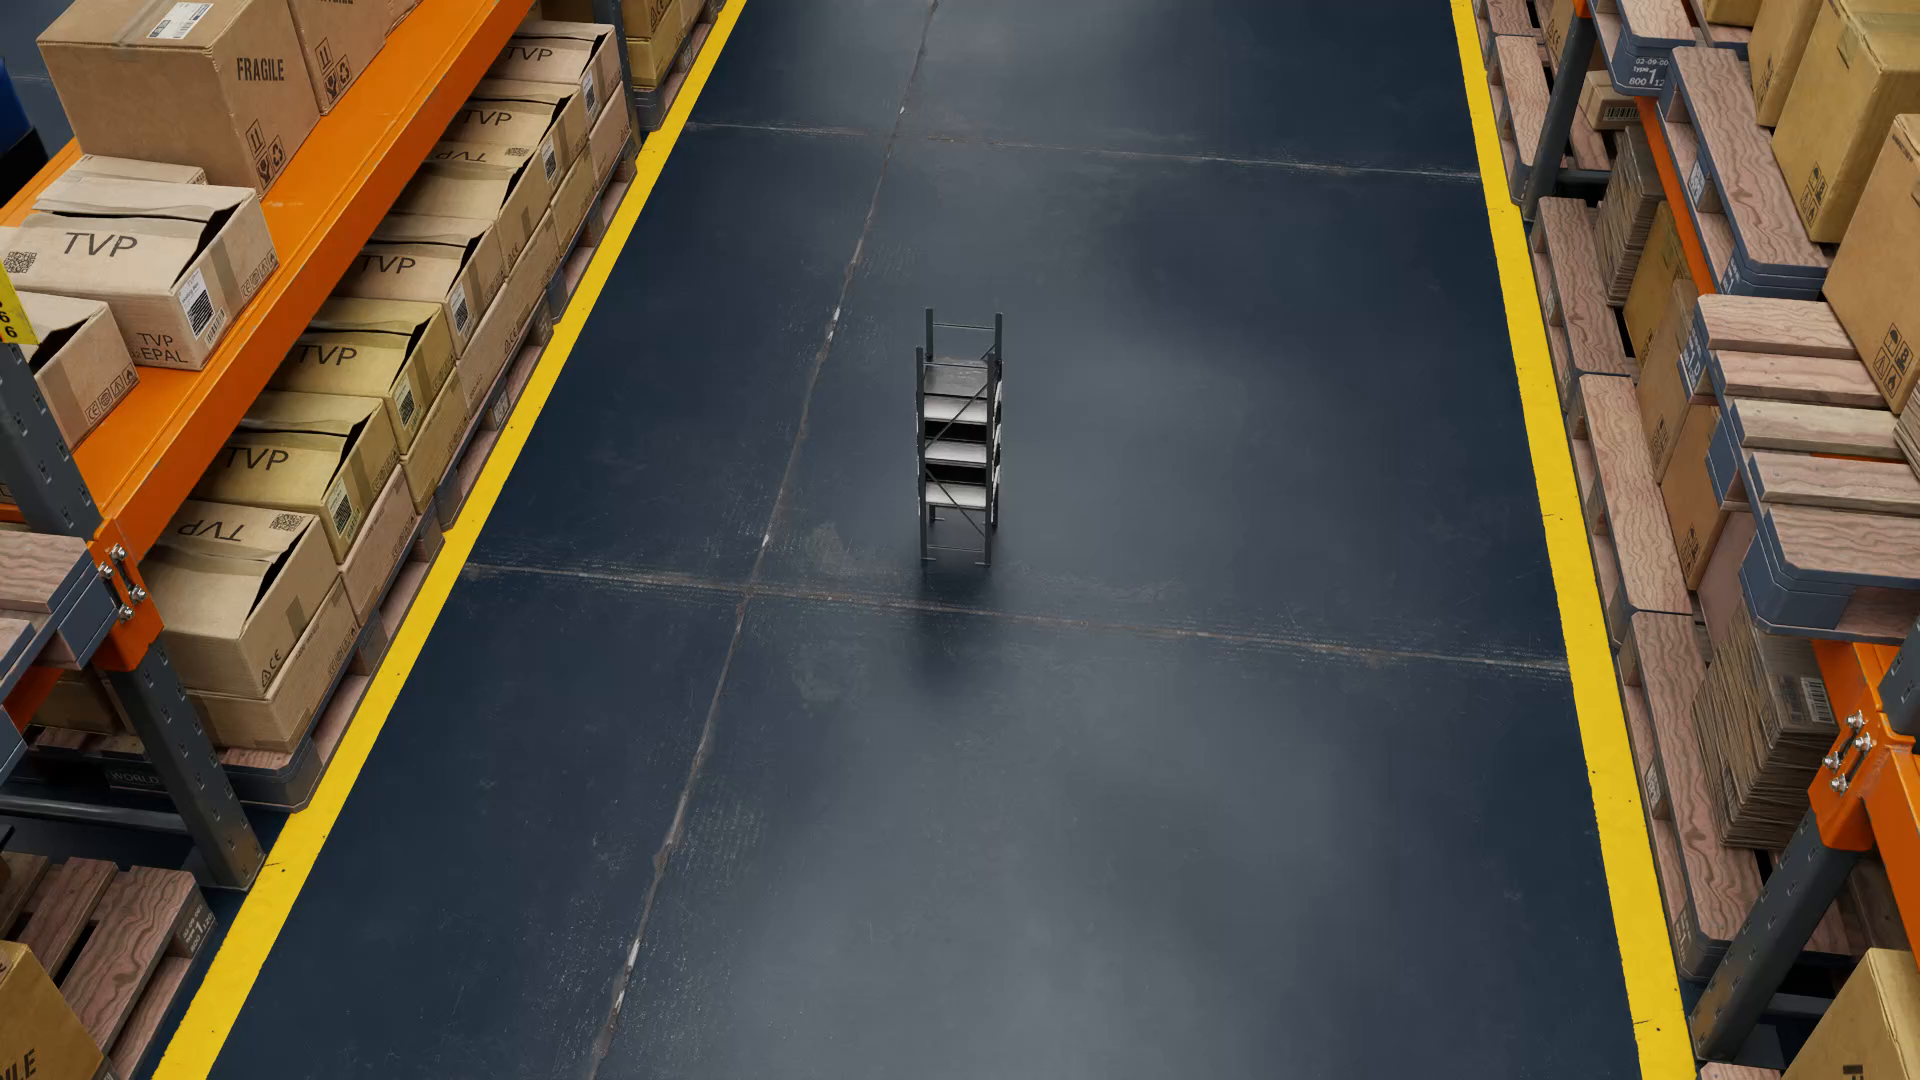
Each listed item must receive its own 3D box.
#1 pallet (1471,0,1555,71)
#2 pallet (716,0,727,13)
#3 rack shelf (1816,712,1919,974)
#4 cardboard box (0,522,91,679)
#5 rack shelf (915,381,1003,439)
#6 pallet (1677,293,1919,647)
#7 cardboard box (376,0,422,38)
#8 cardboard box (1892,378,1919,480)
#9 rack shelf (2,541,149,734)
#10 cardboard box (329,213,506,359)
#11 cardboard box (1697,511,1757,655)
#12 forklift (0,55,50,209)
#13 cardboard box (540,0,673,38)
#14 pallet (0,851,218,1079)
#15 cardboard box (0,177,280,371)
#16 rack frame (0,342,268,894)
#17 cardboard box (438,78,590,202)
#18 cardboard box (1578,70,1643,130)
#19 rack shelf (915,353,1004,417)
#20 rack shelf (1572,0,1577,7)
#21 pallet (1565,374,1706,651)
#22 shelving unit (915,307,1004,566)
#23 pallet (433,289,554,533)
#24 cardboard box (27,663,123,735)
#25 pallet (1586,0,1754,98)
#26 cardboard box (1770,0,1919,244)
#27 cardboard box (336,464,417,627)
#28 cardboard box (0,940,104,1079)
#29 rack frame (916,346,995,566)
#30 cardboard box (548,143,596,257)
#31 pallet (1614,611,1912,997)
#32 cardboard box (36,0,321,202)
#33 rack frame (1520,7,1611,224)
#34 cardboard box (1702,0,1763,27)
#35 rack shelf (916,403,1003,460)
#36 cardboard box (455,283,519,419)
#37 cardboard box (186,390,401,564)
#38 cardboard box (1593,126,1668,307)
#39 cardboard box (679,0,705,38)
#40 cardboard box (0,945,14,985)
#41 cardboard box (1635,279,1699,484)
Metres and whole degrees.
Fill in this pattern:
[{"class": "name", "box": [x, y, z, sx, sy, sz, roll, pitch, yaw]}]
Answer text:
[{"class": "pallet", "box": [3.156, -2.739, 8.489, 1.003, 0.211, 1.213, 5, 44, 6]}, {"class": "pallet", "box": [-1.662, -3.264, 9.044, 1.003, 0.211, 1.213, 5, 44, 6]}, {"class": "rack shelf", "box": [2.150, 1.894, 2.092, 1.077, 0.370, 4.000, 5, 44, 6]}, {"class": "cardboard box", "box": [-2.671, 0.085, 4.766, 0.500, 0.311, 0.500, 6, 44, 7]}, {"class": "rack shelf", "box": [-0.001, -0.428, 5.334, 0.258, 0.077, 0.200, 5, 44, 6]}, {"class": "pallet", "box": [2.403, -0.156, 3.873, 1.213, 0.211, 1.003, 5, 44, 6]}, {"class": "cardboard box", "box": [-2.155, -2.060, 5.671, 0.500, 0.500, 0.500, 8, 44, 9]}, {"class": "cardboard box", "box": [2.467, -0.248, 3.438, 0.700, 0.500, 0.500, 1, 43, 1]}, {"class": "rack shelf", "box": [-2.761, 1.446, 2.565, 1.077, 0.370, 4.000, 5, 44, 6]}, {"class": "cardboard box", "box": [-1.938, -0.923, 5.830, 0.500, 0.311, 0.500, 5, 44, 5]}, {"class": "cardboard box", "box": [2.641, 0.181, 4.875, 0.700, 0.500, 0.500, 5, 44, 5]}, {"class": "forklift", "box": [-4.766, -1.704, 5.418, 1.130, 2.935, 3.031, 7, 44, 7]}, {"class": "cardboard box", "box": [-1.596, -2.618, 7.483, 0.500, 0.500, 0.500, 5, 44, 6]}, {"class": "pallet", "box": [-2.633, 1.340, 4.182, 1.003, 0.211, 1.213, 5, 44, 6]}, {"class": "cardboard box", "box": [-2.186, -0.738, 4.413, 0.500, 0.311, 0.500, 5, 44, 5]}, {"class": "rack frame", "box": [-2.496, -0.178, 3.757, 1.000, 3.000, 0.127, 5, 44, 6]}, {"class": "cardboard box", "box": [-1.799, -1.605, 6.550, 0.500, 0.311, 0.500, 6, 44, 7]}, {"class": "cardboard box", "box": [2.984, -1.955, 7.374, 0.380, 0.166, 0.250, 0, 43, 0]}, {"class": "rack shelf", "box": [-0.001, -0.493, 5.272, 0.258, 0.077, 0.200, 5, 44, 6]}, {"class": "rack shelf", "box": [3.208, -3.559, 7.850, 1.077, 0.370, 4.000, 5, 44, 6]}, {"class": "pallet", "box": [2.683, -0.080, 5.681, 1.003, 0.211, 1.213, 5, 44, 6]}, {"class": "shelving unit", "box": [-0.001, -0.321, 5.435, 0.258, 0.900, 0.210, 5, 44, 6]}, {"class": "pallet", "box": [-2.185, -0.553, 6.180, 1.003, 0.211, 1.213, 5, 44, 6]}, {"class": "cardboard box", "box": [-2.669, 0.287, 4.960, 0.500, 0.250, 0.500, 6, 44, 7]}, {"class": "pallet", "box": [2.698, -1.879, 5.693, 1.003, 0.211, 1.213, 5, 44, 6]}, {"class": "cardboard box", "box": [2.609, -1.099, 4.336, 0.700, 0.500, 0.500, 5, 44, 6]}, {"class": "cardboard box", "box": [-2.070, -0.005, 5.268, 0.500, 0.250, 0.500, 4, 44, 4]}, {"class": "cardboard box", "box": [-2.387, 1.228, 3.769, 0.500, 0.500, 0.500, 7, 44, 7]}, {"class": "rack frame", "box": [-0.015, -0.252, 5.362, 0.240, 0.900, 0.006, 5, 44, 6]}, {"class": "cardboard box", "box": [-1.804, -1.405, 6.747, 0.500, 0.250, 0.500, 5, 44, 5]}, {"class": "pallet", "box": [2.519, 0.749, 4.805, 1.003, 0.211, 1.213, 5, 44, 6]}, {"class": "cardboard box", "box": [-2.291, -1.360, 4.932, 0.500, 0.500, 0.500, 3, 44, 3]}, {"class": "rack frame", "box": [2.943, -2.457, 6.163, 1.000, 3.000, 0.127, 5, 44, 6]}, {"class": "cardboard box", "box": [2.761, -1.929, 5.213, 0.700, 0.500, 0.500, 9, 44, 10]}, {"class": "rack shelf", "box": [-0.001, -0.362, 5.396, 0.258, 0.077, 0.200, 5, 44, 6]}, {"class": "cardboard box", "box": [-1.940, -0.710, 6.012, 0.500, 0.250, 0.500, 6, 44, 6]}, {"class": "cardboard box", "box": [-2.075, -0.225, 5.093, 0.500, 0.311, 0.500, 4, 44, 4]}, {"class": "cardboard box", "box": [2.862, -1.206, 6.340, 0.700, 0.500, 0.500, 7, 44, 7]}, {"class": "cardboard box", "box": [-1.535, -2.687, 8.101, 0.500, 0.250, 0.500, 5, 44, 6]}, {"class": "cardboard box", "box": [-2.391, 0.995, 3.471, 0.500, 0.250, 0.500, 7, 44, 7]}, {"class": "cardboard box", "box": [2.736, -0.505, 5.600, 0.700, 0.500, 0.500, 6, 44, 6]}]
